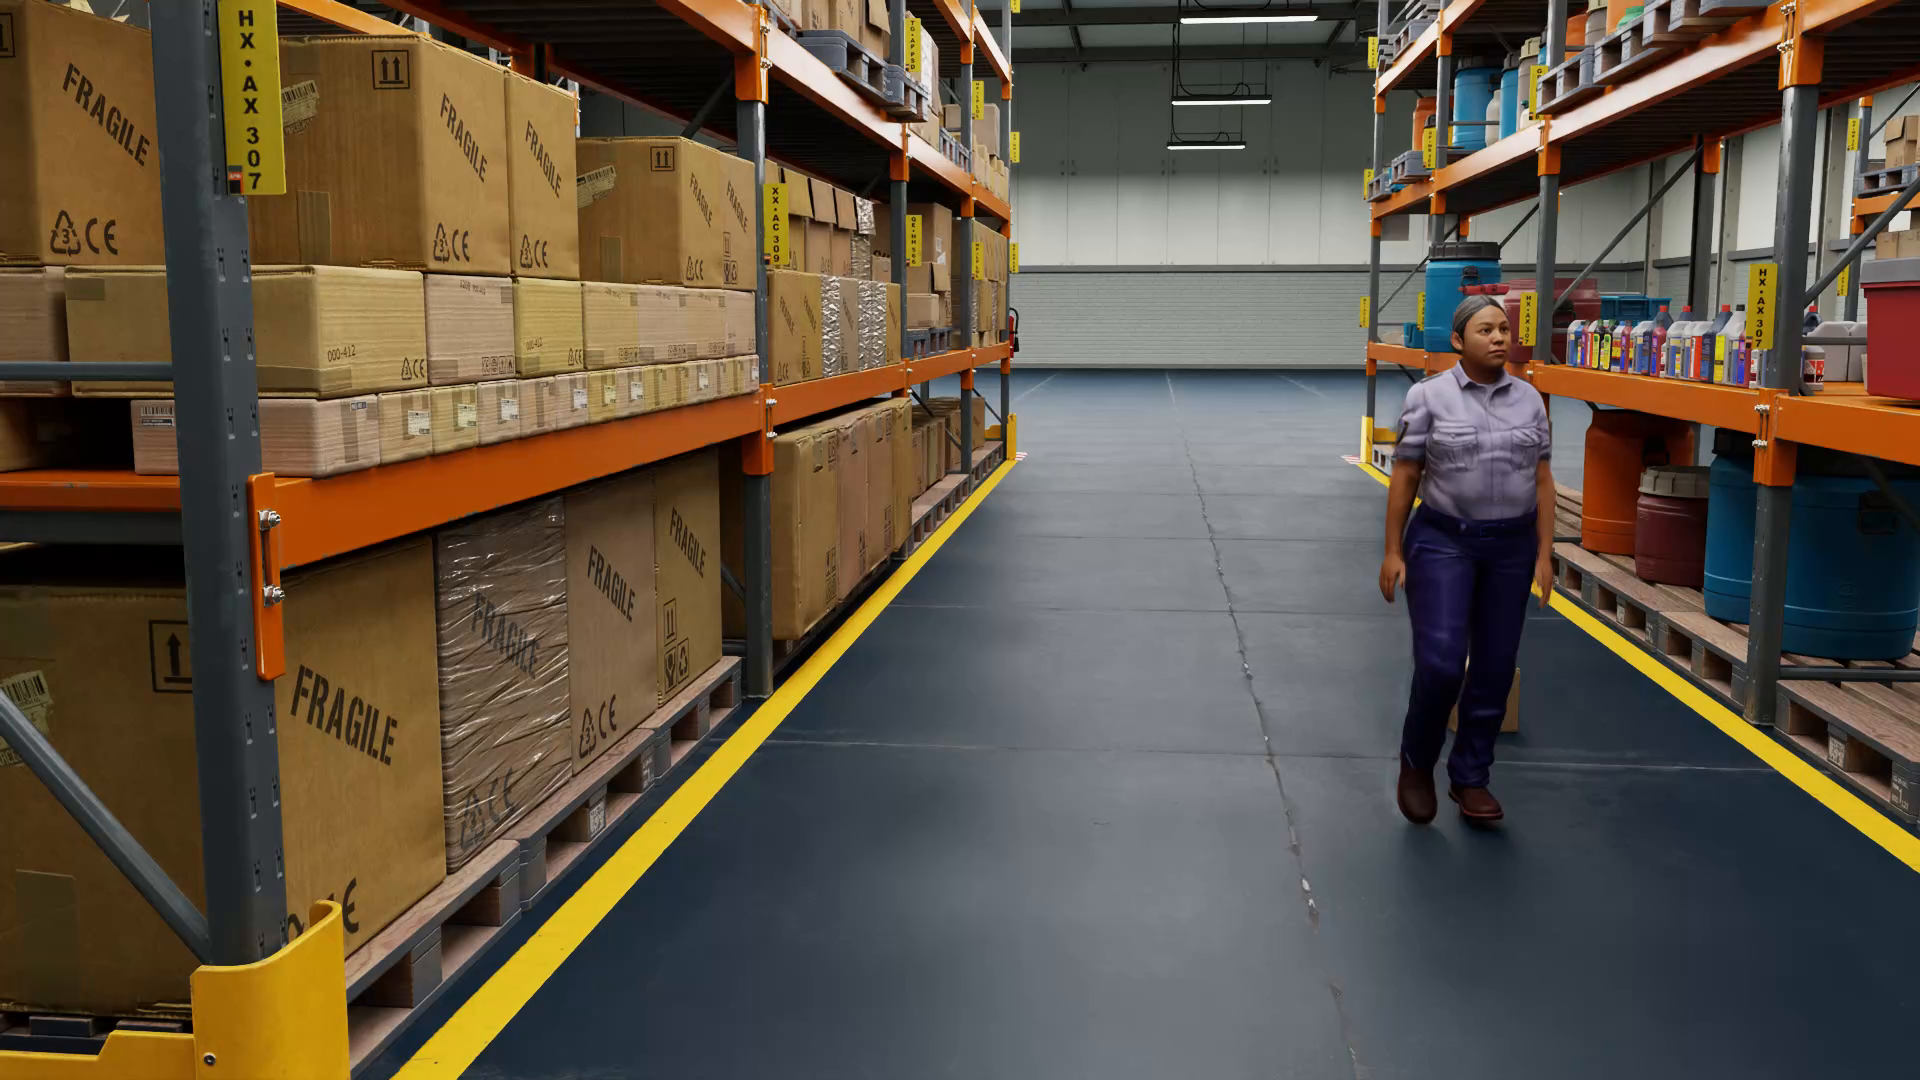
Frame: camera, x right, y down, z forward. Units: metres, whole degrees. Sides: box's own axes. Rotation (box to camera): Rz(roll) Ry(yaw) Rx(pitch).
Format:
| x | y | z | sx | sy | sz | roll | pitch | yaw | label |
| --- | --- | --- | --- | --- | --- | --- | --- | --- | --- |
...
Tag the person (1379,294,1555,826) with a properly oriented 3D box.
| x | y | z | sx | sy | sz | roll | pitch | yaw | label |
| --- | --- | --- | --- | --- | --- | --- | --- | --- | --- |
| 1.600 | 0.080 | 5.159 | 0.514 | 1.670 | 0.435 | -1 | 8 | -6 | person |
